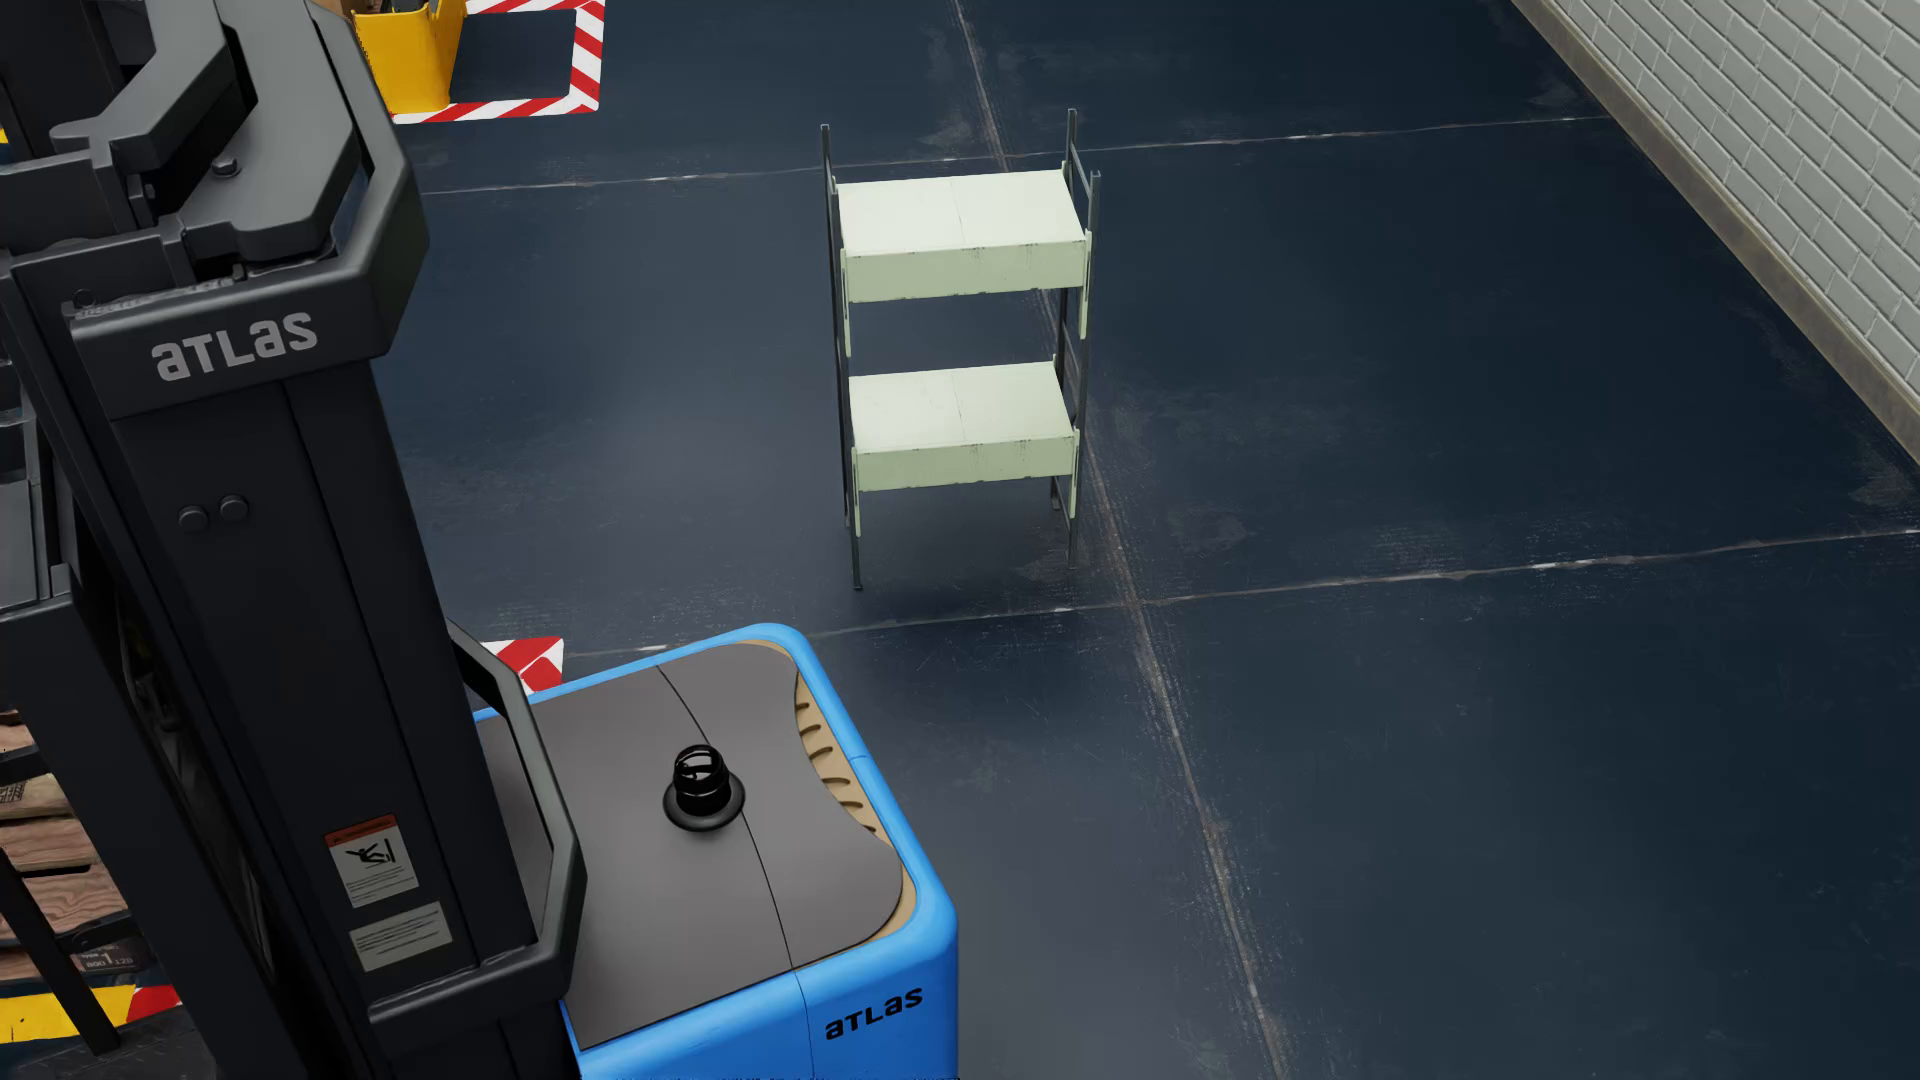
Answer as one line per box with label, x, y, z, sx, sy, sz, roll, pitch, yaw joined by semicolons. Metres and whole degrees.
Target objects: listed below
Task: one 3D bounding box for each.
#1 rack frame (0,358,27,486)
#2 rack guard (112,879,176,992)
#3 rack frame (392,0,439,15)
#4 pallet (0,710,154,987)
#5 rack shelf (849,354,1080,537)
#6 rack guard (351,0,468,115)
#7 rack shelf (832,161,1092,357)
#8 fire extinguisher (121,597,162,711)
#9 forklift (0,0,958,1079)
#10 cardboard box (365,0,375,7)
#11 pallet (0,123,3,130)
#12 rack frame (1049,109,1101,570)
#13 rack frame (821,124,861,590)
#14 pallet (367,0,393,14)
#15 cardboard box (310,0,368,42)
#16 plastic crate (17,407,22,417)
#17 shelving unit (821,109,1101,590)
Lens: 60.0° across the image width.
rack frame;-2.014;-0.281;3.822;0.127;3.000;1.000;-5;42;-6
rack guard;-1.992;0.636;4.671;0.348;0.500;1.175;-5;42;-6
rack frame;-2.653;-3.571;7.470;0.127;3.000;1.000;-5;42;-6
pallet;-2.837;0.800;4.705;1.213;0.211;1.003;-5;42;-6
rack shelf;-0.007;-0.314;5.465;0.720;0.370;0.431;-5;42;-6
rack guard;-2.728;-2.636;8.299;0.348;0.500;1.175;-5;42;-6
rack shelf;-0.007;-0.846;4.986;0.720;0.370;0.431;-5;42;-6
fire extinguisher;-1.806;0.175;3.653;0.183;0.674;0.296;-5;42;-6
forklift;-1.550;0.592;2.906;3.031;2.935;1.130;-17;45;-18
cardboard box;-3.113;-2.868;8.490;0.250;0.149;0.380;-5;42;-6
pallet;-4.726;-2.355;8.204;1.213;0.211;1.003;-5;42;-6
rack frame;0.356;-0.588;5.282;0.023;1.500;0.400;-5;42;-6
rack frame;-0.370;-0.525;5.212;0.023;1.500;0.400;-5;42;-6
pallet;-3.518;-2.459;8.319;1.213;0.211;1.003;-5;42;-6
cardboard box;-3.160;-2.595;7.926;0.500;0.500;0.500;-5;42;-6
plastic crate;-2.322;-0.163;3.620;0.499;0.435;0.616;-5;42;-6
shelving unit;-0.007;-0.556;5.247;0.755;1.500;0.431;-5;42;-6
